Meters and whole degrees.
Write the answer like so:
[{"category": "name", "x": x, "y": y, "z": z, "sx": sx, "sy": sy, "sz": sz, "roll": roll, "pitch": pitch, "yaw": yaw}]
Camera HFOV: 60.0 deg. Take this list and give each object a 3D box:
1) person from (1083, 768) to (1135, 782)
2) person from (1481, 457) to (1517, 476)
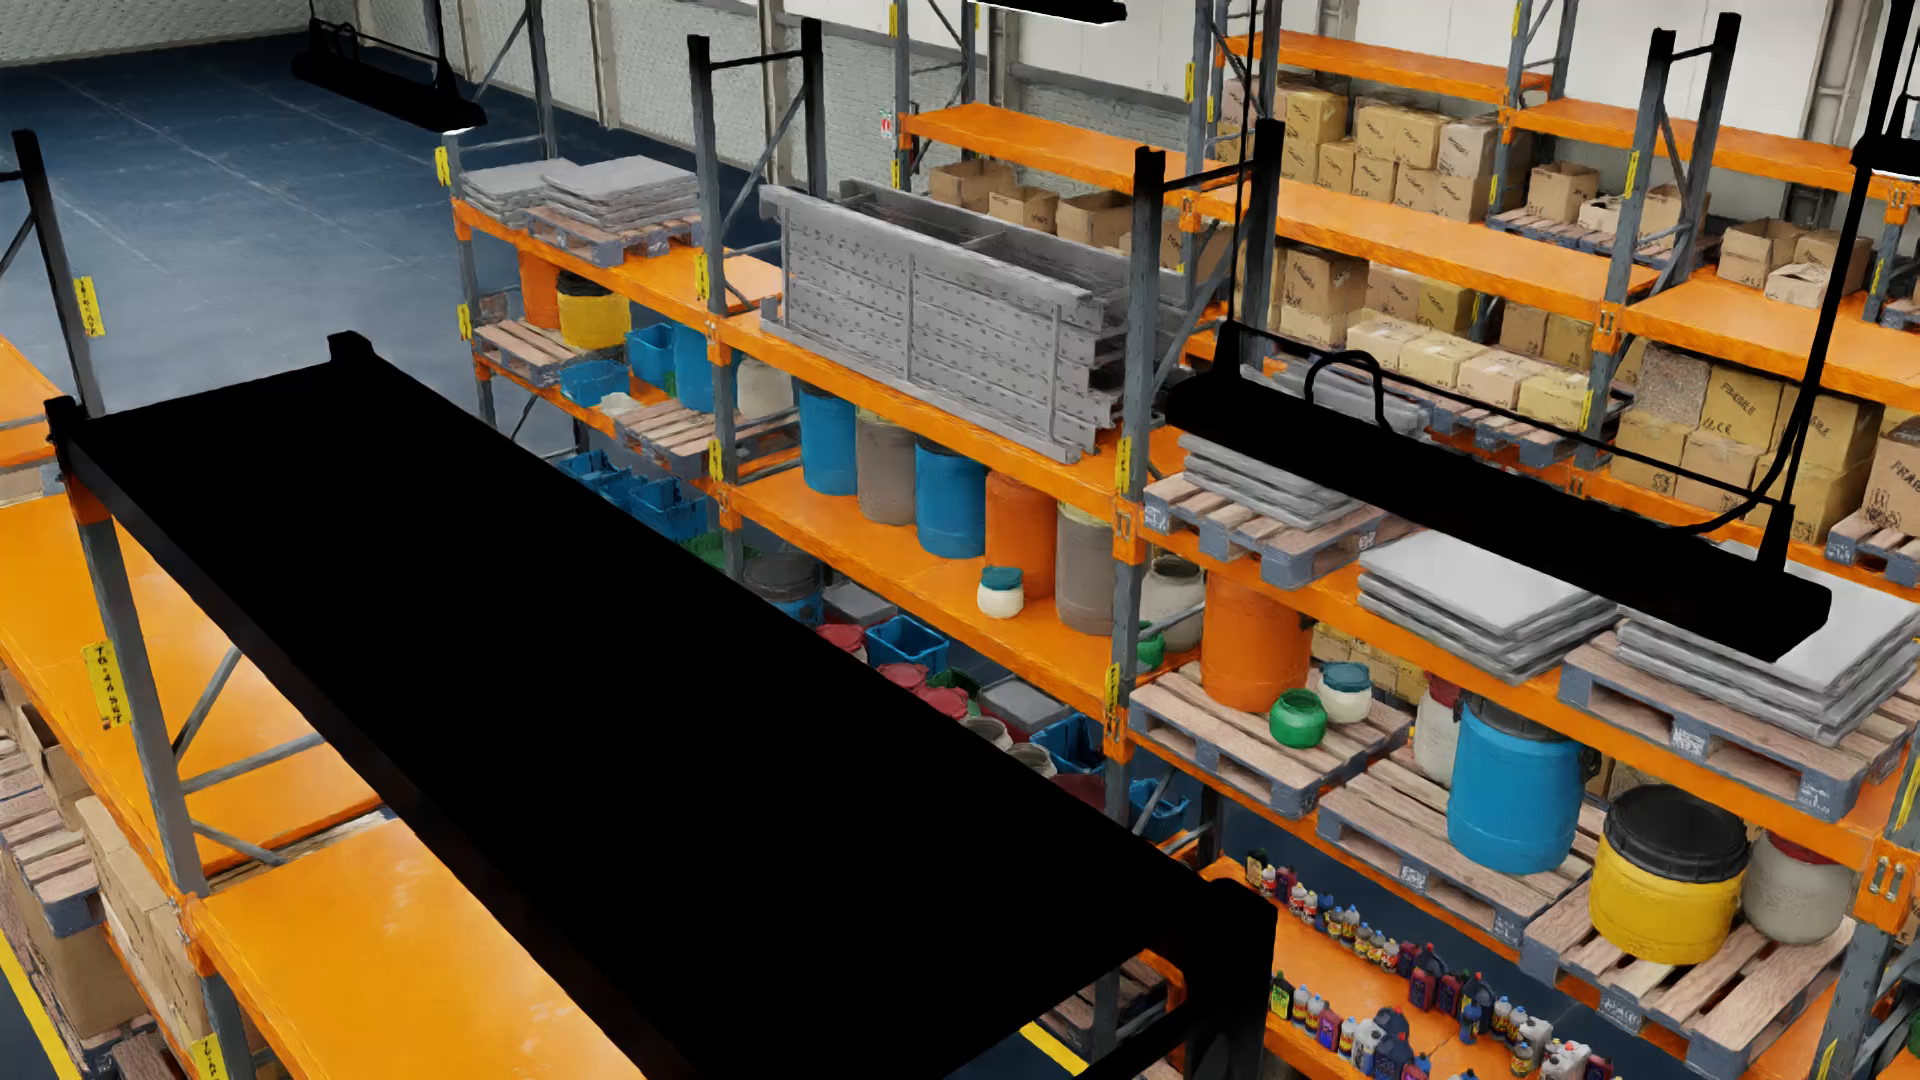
[{"category": "person", "x": 0.926, "y": 2.187, "z": 11.749, "sx": 0.666, "sy": 1.397, "sz": 0.575, "roll": 4, "pitch": 27, "yaw": 8}, {"category": "person", "x": 5.383, "y": -0.525, "z": 16.629, "sx": 0.537, "sy": 1.661, "sz": 0.903, "roll": -23, "pitch": 35, "yaw": -37}]
